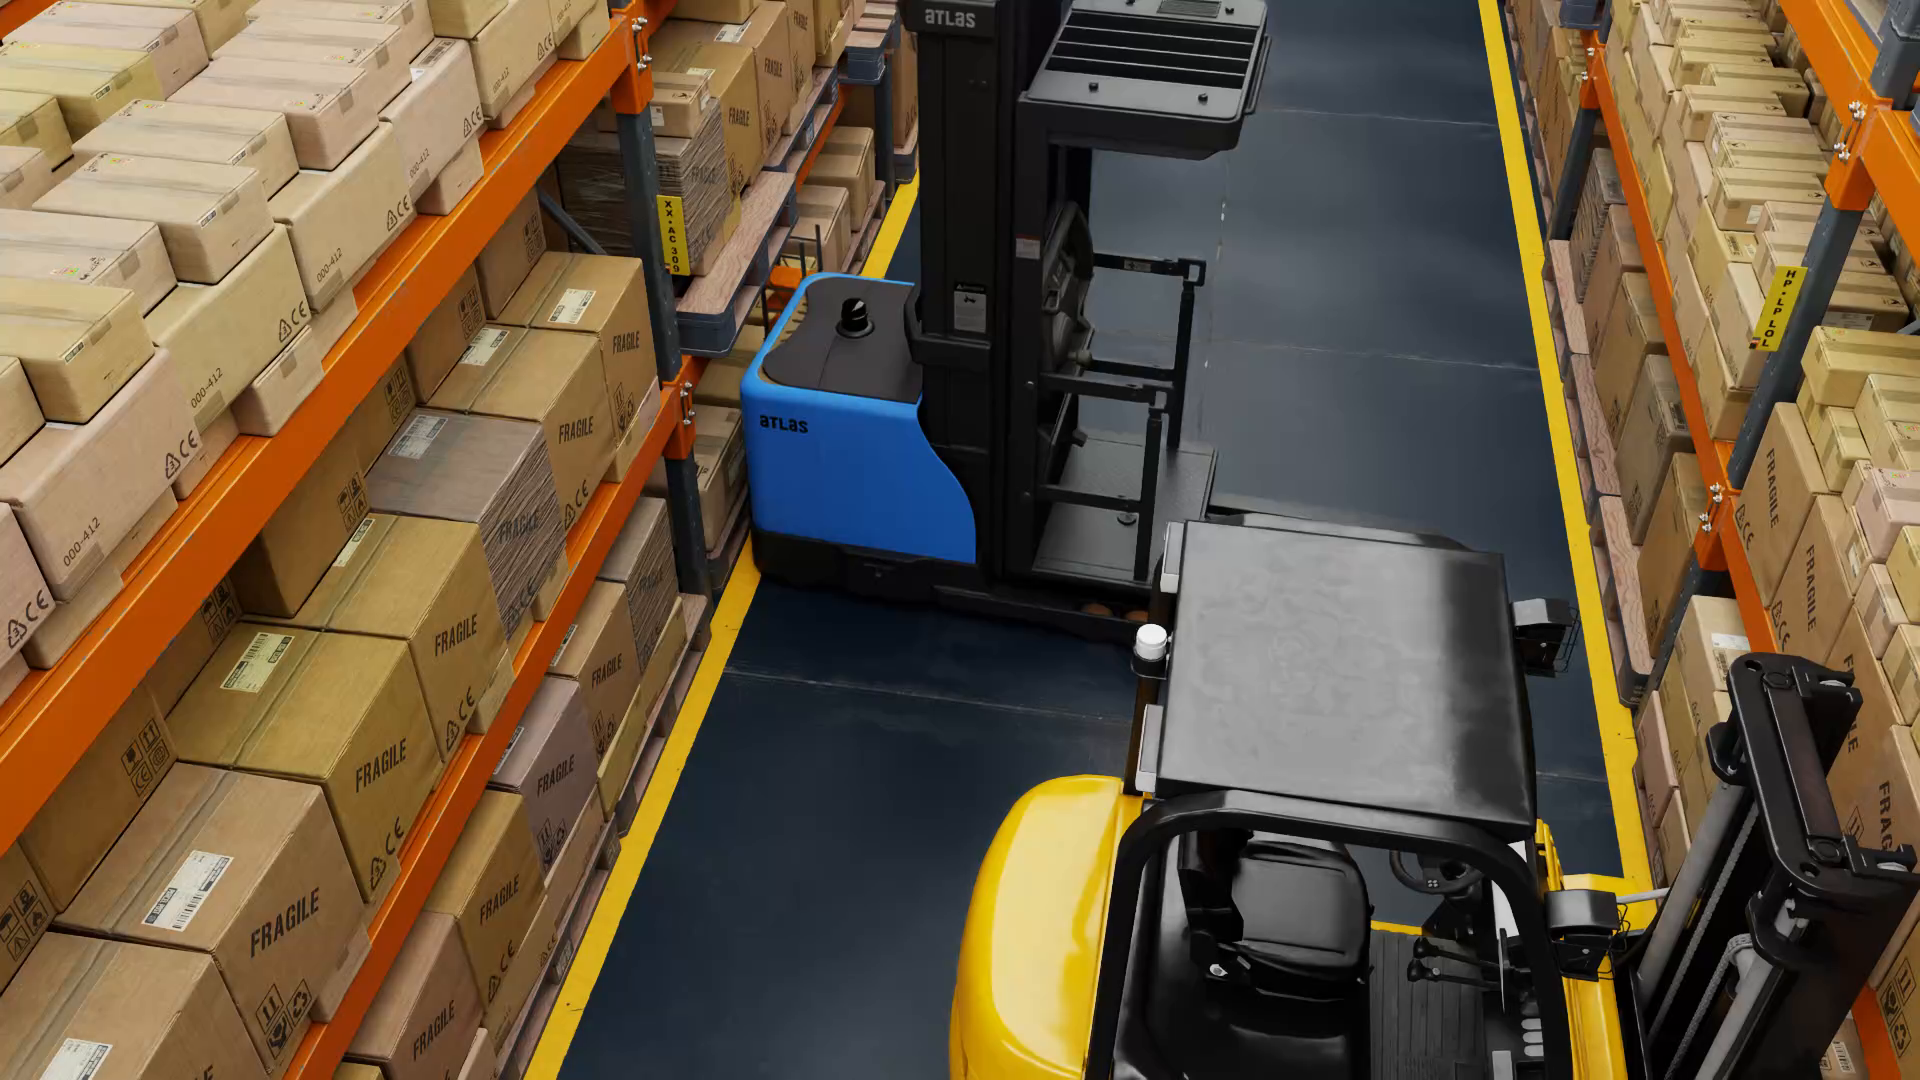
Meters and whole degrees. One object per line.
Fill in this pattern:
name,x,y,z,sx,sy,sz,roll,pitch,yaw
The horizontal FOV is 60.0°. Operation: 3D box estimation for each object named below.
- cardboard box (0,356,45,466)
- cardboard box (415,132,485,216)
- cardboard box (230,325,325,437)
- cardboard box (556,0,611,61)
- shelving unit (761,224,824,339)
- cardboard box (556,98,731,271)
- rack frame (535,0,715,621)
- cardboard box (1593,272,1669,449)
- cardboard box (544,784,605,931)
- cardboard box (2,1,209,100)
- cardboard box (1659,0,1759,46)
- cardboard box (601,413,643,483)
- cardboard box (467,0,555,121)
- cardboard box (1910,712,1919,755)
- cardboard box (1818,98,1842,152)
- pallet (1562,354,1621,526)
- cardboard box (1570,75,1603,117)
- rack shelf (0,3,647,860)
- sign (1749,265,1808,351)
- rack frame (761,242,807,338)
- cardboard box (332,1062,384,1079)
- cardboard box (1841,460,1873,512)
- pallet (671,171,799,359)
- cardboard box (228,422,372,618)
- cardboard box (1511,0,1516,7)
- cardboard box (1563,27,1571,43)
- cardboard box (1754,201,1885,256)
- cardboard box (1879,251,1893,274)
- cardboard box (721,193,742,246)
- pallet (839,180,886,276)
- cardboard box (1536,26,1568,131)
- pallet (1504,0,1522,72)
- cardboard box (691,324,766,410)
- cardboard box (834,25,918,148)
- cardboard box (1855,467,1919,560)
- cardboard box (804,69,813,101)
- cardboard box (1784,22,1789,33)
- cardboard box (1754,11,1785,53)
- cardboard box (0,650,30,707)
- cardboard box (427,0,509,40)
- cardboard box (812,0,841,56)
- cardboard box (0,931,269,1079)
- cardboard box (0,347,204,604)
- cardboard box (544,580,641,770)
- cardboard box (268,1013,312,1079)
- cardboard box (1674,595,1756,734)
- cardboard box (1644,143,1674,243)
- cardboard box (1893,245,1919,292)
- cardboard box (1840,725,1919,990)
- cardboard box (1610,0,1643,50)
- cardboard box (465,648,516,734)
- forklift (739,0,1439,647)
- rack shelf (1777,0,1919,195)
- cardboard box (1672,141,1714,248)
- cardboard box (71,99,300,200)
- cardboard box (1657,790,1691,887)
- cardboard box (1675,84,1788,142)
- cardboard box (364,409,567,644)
cardboard box,-1.902,-0.218,2.974,0.380,0.149,0.250,6,40,8
cardboard box,-1.550,-1.034,4.587,0.380,0.149,0.250,7,40,9
cardboard box,-1.699,-0.384,3.800,0.380,0.149,0.250,7,40,8
cardboard box,-1.358,-1.678,5.366,0.380,0.149,0.250,7,40,8
shelving unit,-0.778,-0.942,7.978,0.258,1.200,0.189,11,39,16
cardboard box,-1.241,-1.429,6.579,0.500,0.500,0.500,7,40,9
rack frame,-1.604,-0.851,6.522,1.000,3.000,0.127,6,40,8
cardboard box,3.635,-0.840,8.042,0.875,0.625,0.625,5,40,6
cardboard box,-1.617,1.101,5.989,0.500,0.250,0.500,7,40,8
cardboard box,-2.152,-1.233,4.201,0.380,0.149,0.250,6,40,7
cardboard box,3.535,-2.440,7.857,0.380,0.149,0.250,7,40,8
cardboard box,-1.396,-0.362,6.127,0.380,0.149,0.250,7,40,9
cardboard box,-1.502,-1.440,4.765,0.500,0.250,0.500,6,40,7
cardboard box,2.684,0.545,4.247,0.380,0.149,0.250,6,40,7
cardboard box,3.867,-1.743,7.014,0.380,0.149,0.250,7,40,8
pallet,3.583,-0.466,8.245,1.003,0.211,1.213,6,40,8
cardboard box,3.814,-2.603,9.764,0.380,0.149,0.250,5,40,5
rack shelf,-1.950,-0.475,4.278,1.077,0.370,4.000,6,40,8
sign,2.749,-0.776,5.584,0.100,0.325,0.005,6,40,8
rack frame,-0.808,-0.889,7.910,0.240,1.200,0.006,11,39,16
cardboard box,-1.881,1.777,4.583,0.500,0.500,0.500,5,40,6
cardboard box,2.910,-0.094,5.019,0.380,0.149,0.250,6,40,8
pallet,-1.329,-1.241,7.144,1.003,0.211,1.213,6,40,8
cardboard box,-2.118,-0.170,4.602,0.700,0.500,0.500,6,40,7
cardboard box,4.364,-4.247,12.261,0.500,0.500,0.500,8,40,10
cardboard box,4.052,-3.255,10.553,0.380,0.149,0.250,6,40,7
cardboard box,3.247,-1.145,6.290,0.380,0.149,0.250,6,40,8
cardboard box,3.723,-1.046,6.483,0.500,0.250,0.500,6,40,7
cardboard box,-1.145,-1.384,7.034,0.380,0.149,0.250,7,40,9
pallet,-1.049,-1.796,9.854,1.003,0.211,1.213,6,40,8
cardboard box,4.024,-2.946,10.688,0.500,0.500,0.500,8,40,10
pallet,4.566,-3.737,12.202,1.003,0.211,1.213,6,40,8
cardboard box,-1.395,-0.781,8.170,0.950,0.372,0.625,9,40,10
cardboard box,-0.711,-3.129,10.615,0.875,0.875,0.875,6,40,7
cardboard box,2.801,-0.057,4.740,0.380,0.149,0.250,7,40,9
cardboard box,-0.927,-2.214,8.038,0.380,0.149,0.250,5,40,6
cardboard box,4.107,-2.384,7.789,0.380,0.149,0.250,6,40,7
cardboard box,4.087,-2.318,8.021,0.500,0.250,0.500,7,40,8
cardboard box,-1.962,0.253,3.030,0.380,0.149,0.250,5,40,6
cardboard box,-1.462,-1.492,4.515,0.380,0.149,0.250,8,40,9
cardboard box,-0.882,-2.718,8.139,0.500,0.500,0.500,4,40,5
cardboard box,-1.941,1.239,3.682,0.500,0.500,0.500,6,40,7
cardboard box,-1.850,-0.155,3.210,0.500,0.250,0.500,6,40,7
cardboard box,-1.528,0.478,6.154,0.500,0.500,0.500,7,40,8
cardboard box,-1.878,1.248,4.180,0.380,0.149,0.250,5,40,6
cardboard box,2.893,0.475,5.961,0.500,0.250,0.500,6,40,7
cardboard box,3.394,-1.543,7.476,0.500,0.250,0.500,8,40,9
cardboard box,3.656,-0.954,6.059,0.380,0.149,0.250,5,40,6
cardboard box,2.683,0.865,4.368,0.500,0.500,0.500,7,40,8
cardboard box,3.636,-2.703,8.487,0.500,0.250,0.500,6,40,8
cardboard box,-1.615,0.442,5.156,0.380,0.149,0.250,7,40,8
forklift,0.628,-1.032,6.795,3.031,2.935,1.130,9,40,10
rack shelf,3.631,-2.440,6.655,1.077,0.370,4.000,6,40,8
cardboard box,3.295,-1.421,6.937,0.500,0.250,0.500,7,40,9
cardboard box,-1.740,-0.859,3.750,0.380,0.149,0.250,7,40,9
cardboard box,2.803,1.179,5.895,0.500,0.250,0.500,6,40,7
cardboard box,3.287,-1.814,7.099,0.380,0.149,0.250,5,40,6
cardboard box,-1.604,-0.048,5.239,0.500,0.500,0.500,7,40,9
